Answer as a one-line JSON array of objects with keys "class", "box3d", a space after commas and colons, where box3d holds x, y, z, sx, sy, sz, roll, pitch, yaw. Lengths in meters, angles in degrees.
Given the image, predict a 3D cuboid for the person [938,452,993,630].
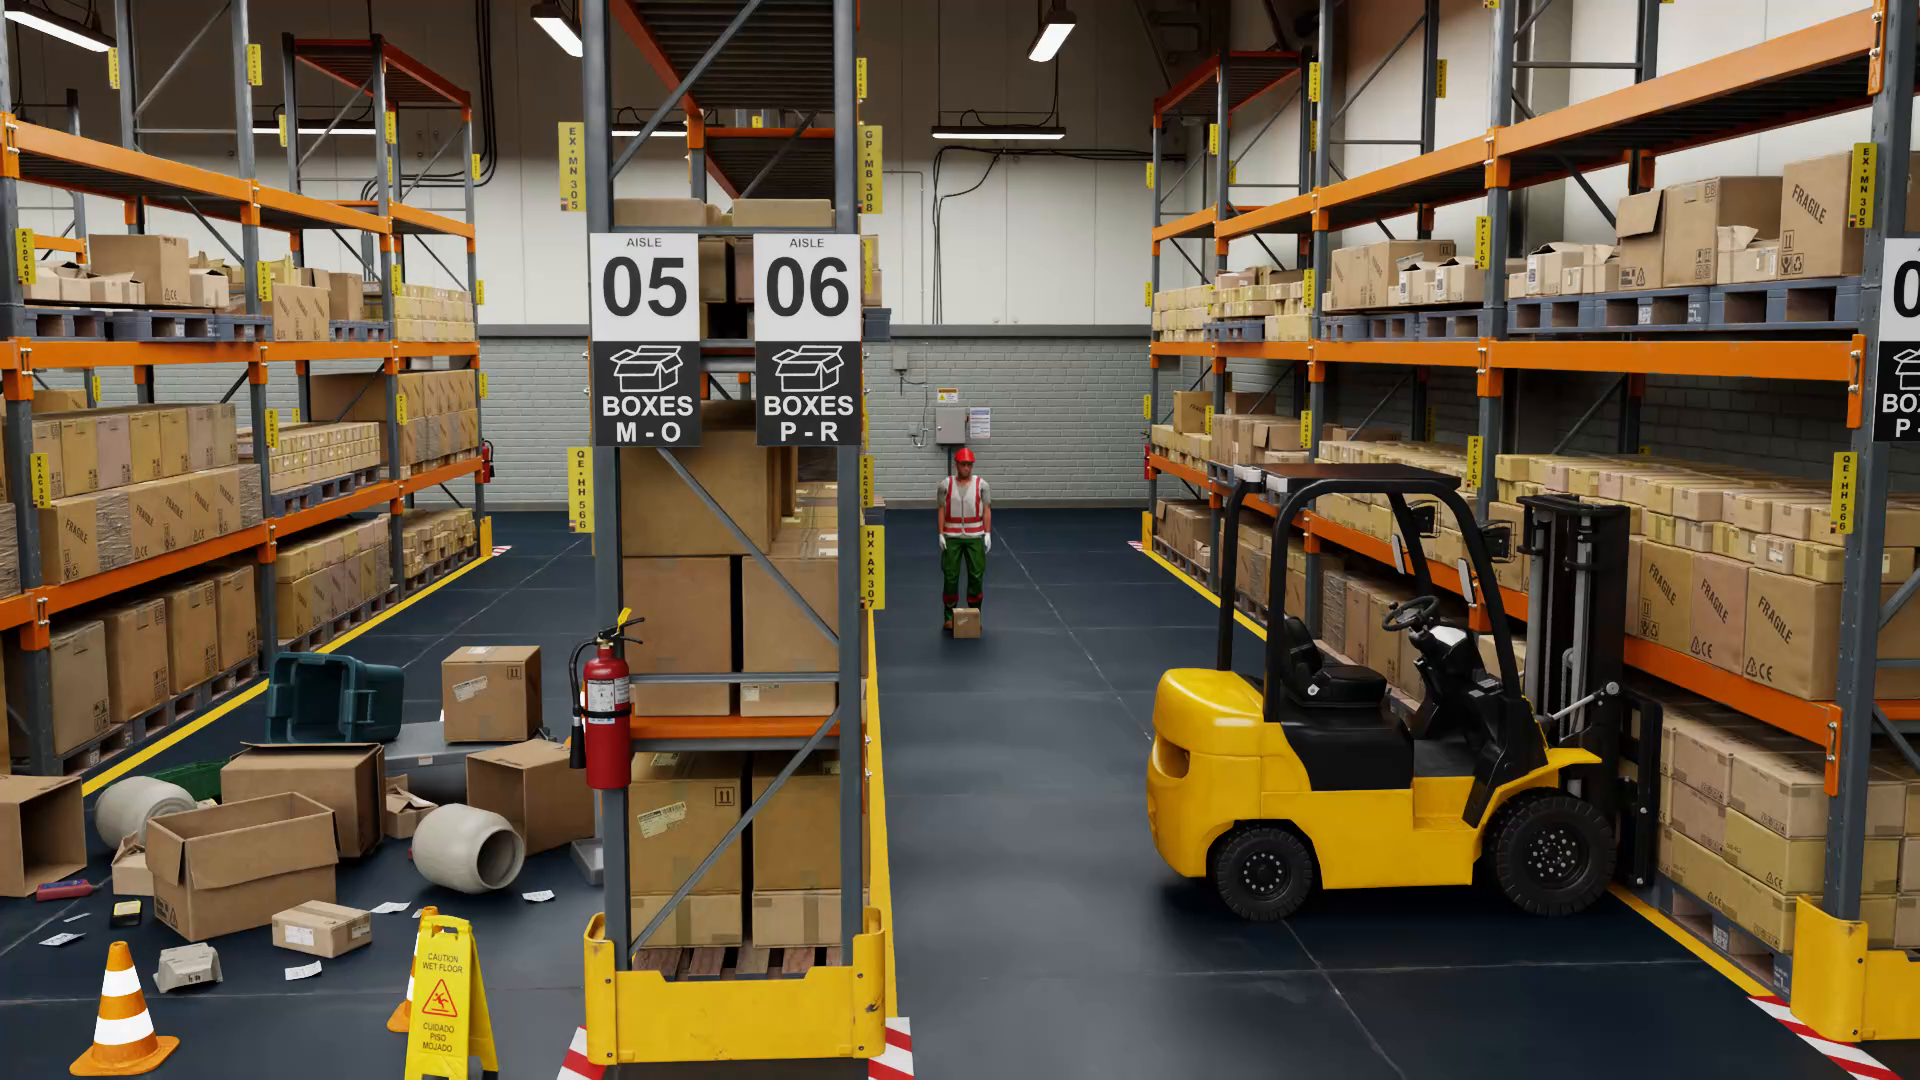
[{"class": "person", "box3d": [0.054, 0.005, 16.296, 0.541, 1.743, 0.444, 0, 7, -2]}]
